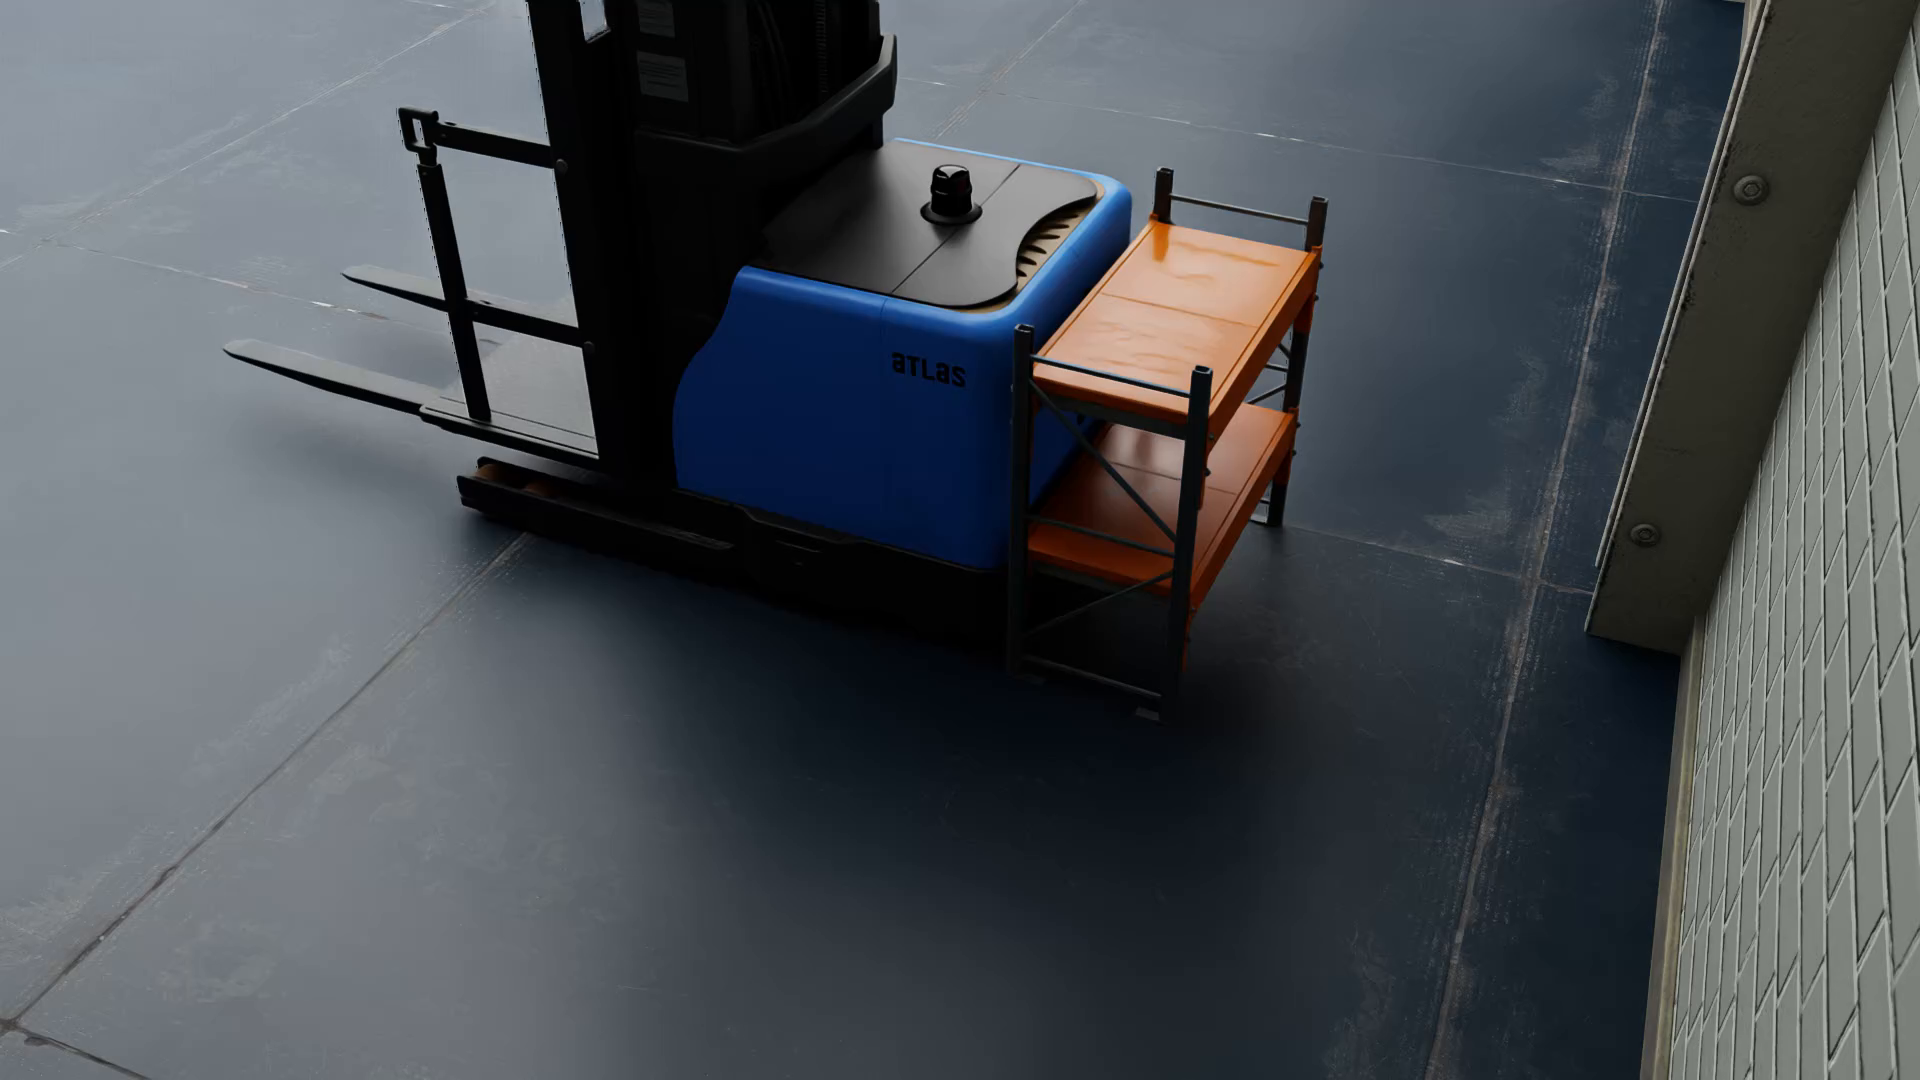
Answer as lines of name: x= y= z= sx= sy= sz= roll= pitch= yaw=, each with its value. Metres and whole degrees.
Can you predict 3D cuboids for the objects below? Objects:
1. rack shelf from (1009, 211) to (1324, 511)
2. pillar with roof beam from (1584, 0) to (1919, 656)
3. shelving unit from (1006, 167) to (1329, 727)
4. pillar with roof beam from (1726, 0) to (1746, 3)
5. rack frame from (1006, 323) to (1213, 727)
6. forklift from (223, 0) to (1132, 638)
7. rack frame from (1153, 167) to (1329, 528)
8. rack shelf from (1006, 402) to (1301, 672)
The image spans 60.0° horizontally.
rack shelf: x=0.581 y=-0.519 z=4.516 sx=0.538 sy=0.278 sz=1.000 roll=16 pitch=40 yaw=20
pillar with roof beam: x=-1.929 y=-4.388 z=3.604 sx=9.100 sy=9.000 sz=0.400 roll=14 pitch=39 yaw=18
shelving unit: x=0.581 y=-0.285 z=4.691 sx=0.538 sy=1.125 sz=1.048 roll=16 pitch=40 yaw=20
pillar with roof beam: x=0.354 y=-7.710 z=8.049 sx=9.100 sy=9.000 sz=0.400 roll=14 pitch=39 yaw=18
rack frame: x=0.364 y=-0.010 z=4.323 sx=0.500 sy=1.125 sz=0.032 roll=16 pitch=40 yaw=20
forklift: x=-1.043 y=-1.472 z=4.771 sx=3.031 sy=2.935 sz=1.130 roll=15 pitch=39 yaw=19
rack frame: x=0.799 y=-0.560 z=5.060 sx=0.500 sy=1.125 sz=0.032 roll=16 pitch=40 yaw=20
rack shelf: x=0.581 y=-0.089 z=4.838 sx=0.538 sy=0.278 sz=1.000 roll=16 pitch=40 yaw=20
